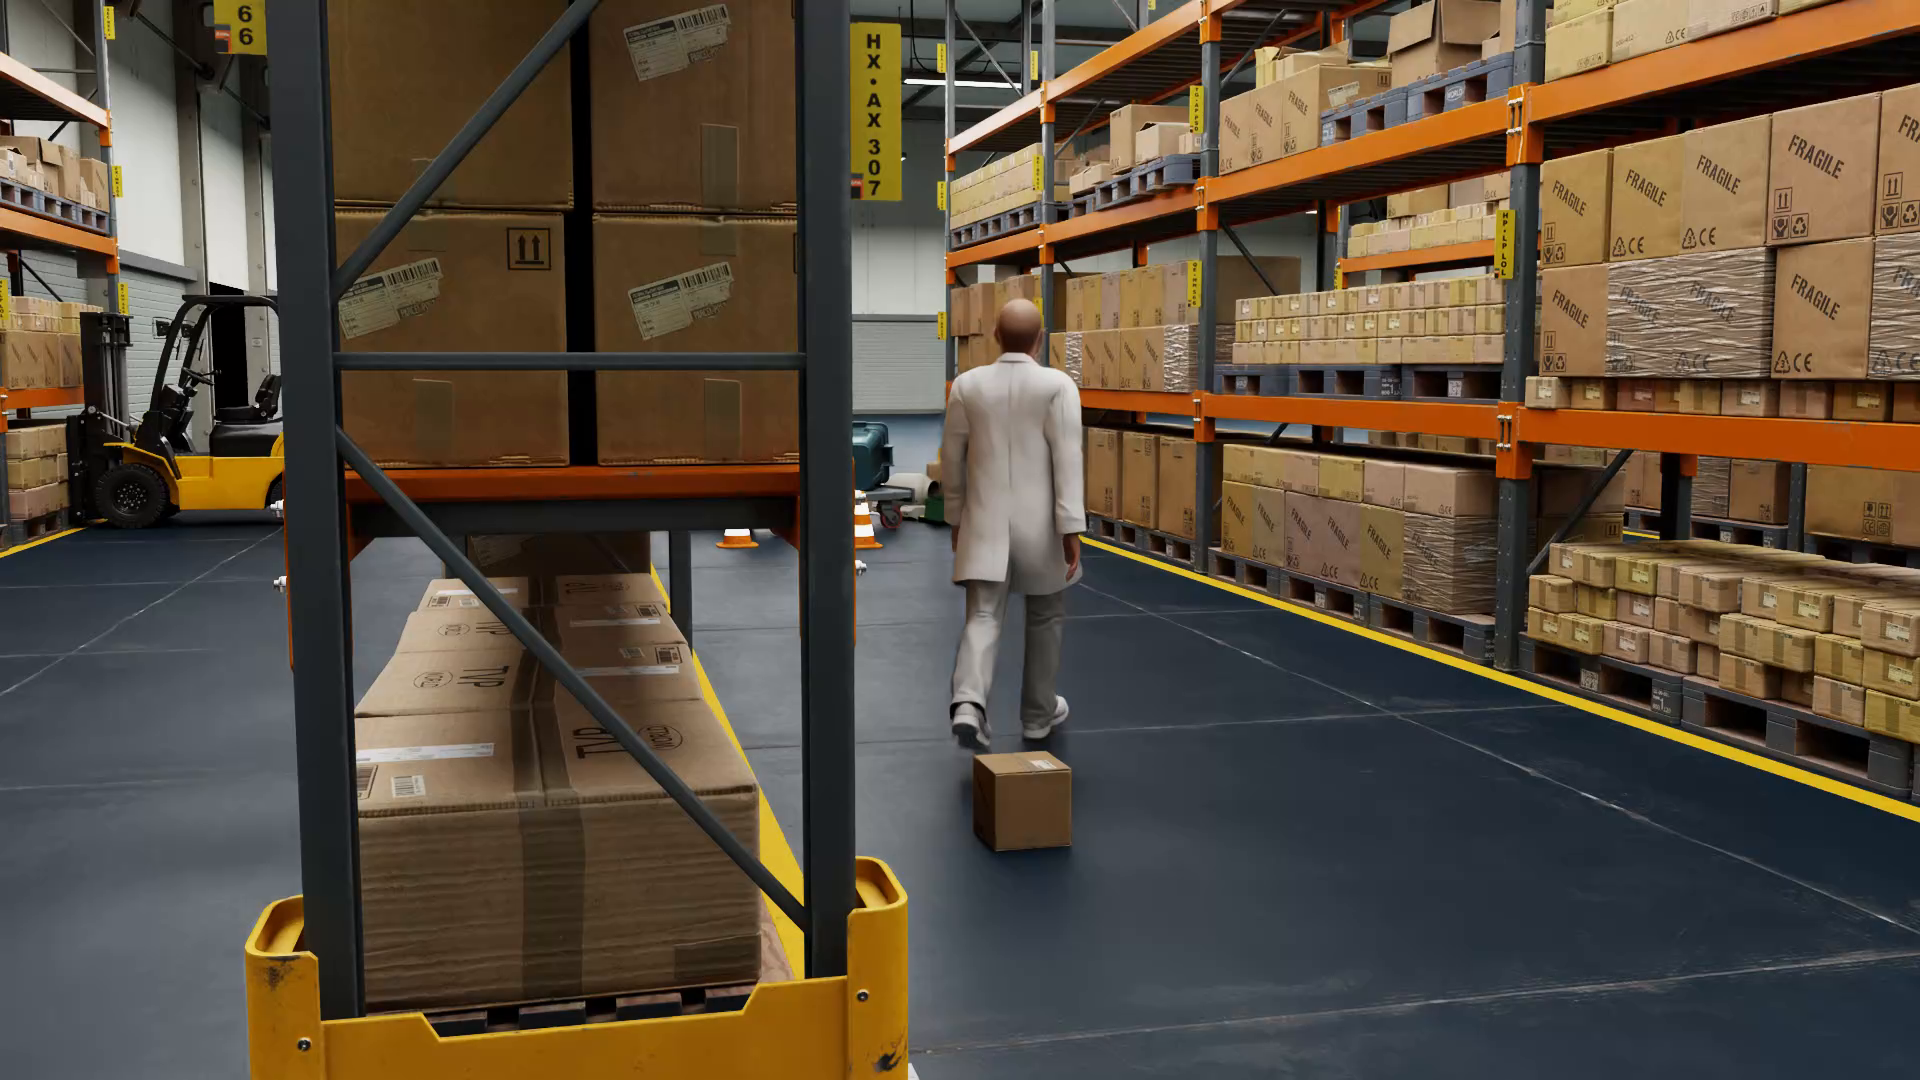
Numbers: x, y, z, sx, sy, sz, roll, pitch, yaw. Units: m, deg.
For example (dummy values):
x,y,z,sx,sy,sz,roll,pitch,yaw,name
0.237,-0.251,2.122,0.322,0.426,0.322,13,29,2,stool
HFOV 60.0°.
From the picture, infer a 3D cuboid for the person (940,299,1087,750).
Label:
x,y,z,sx,sy,sz,roll,pitch,yaw,name
0.199,-0.051,6.399,0.618,1.742,1.095,2,6,15,person
